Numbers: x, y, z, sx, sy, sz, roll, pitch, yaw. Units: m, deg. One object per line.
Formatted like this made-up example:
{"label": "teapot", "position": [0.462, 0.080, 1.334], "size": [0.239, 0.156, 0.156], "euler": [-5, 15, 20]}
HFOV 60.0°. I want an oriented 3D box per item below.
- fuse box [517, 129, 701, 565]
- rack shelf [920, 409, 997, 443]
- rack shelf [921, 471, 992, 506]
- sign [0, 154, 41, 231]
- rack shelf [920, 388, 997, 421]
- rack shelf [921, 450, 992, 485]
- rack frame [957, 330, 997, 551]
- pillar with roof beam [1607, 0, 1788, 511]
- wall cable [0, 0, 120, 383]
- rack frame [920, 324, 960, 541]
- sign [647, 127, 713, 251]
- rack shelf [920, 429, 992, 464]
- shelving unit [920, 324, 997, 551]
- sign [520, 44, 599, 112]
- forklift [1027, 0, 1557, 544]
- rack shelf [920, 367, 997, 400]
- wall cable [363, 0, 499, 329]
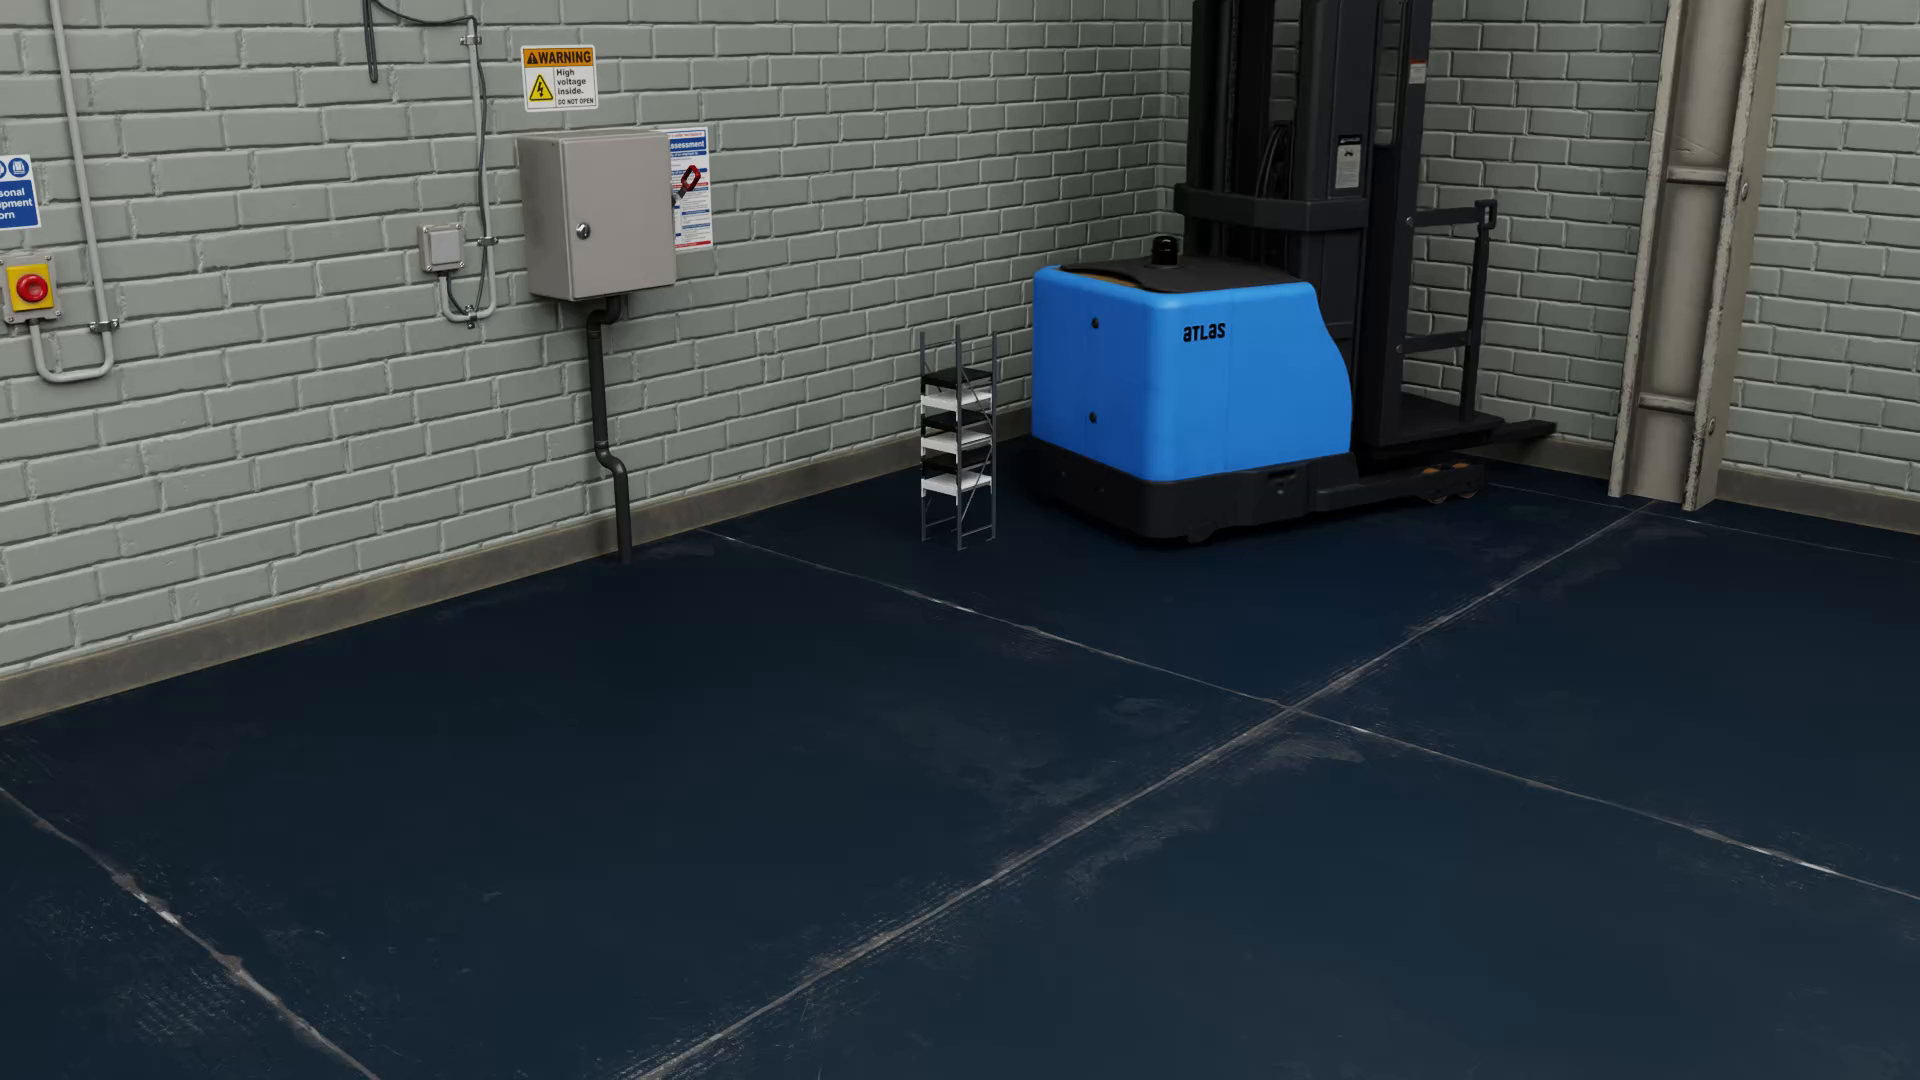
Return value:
{"label": "fuse box", "position": [-1.331, -0.723, 6.562], "size": [0.414, 1.711, 0.539], "euler": [15, 23, 39]}
{"label": "rack shelf", "position": [-0.006, -0.485, 6.964], "size": [0.200, 0.077, 0.258], "euler": [15, 23, 39]}
{"label": "rack shelf", "position": [-0.006, -0.227, 7.045], "size": [0.200, 0.077, 0.258], "euler": [15, 23, 39]}
{"label": "sign", "position": [-2.912, -1.022, 4.925], "size": [0.001, 0.218, 0.327], "euler": [15, 23, 39]}
{"label": "rack shelf", "position": [-0.006, -0.570, 6.936], "size": [0.200, 0.077, 0.258], "euler": [15, 23, 39]}
{"label": "rack shelf", "position": [-0.006, -0.313, 7.018], "size": [0.200, 0.077, 0.258], "euler": [15, 23, 39]}
{"label": "rack frame", "position": [0.070, -0.410, 6.916], "size": [0.006, 0.900, 0.240], "euler": [15, 23, 39]}
{"label": "pillar with roof beam", "position": [0.415, -3.519, 3.324], "size": [0.400, 9.000, 9.100], "euler": [15, 23, 39]}
{"label": "wall cable", "position": [-2.834, -1.391, 4.804], "size": [0.123, 1.953, 0.585], "euler": [15, 23, 39]}
{"label": "rack frame", "position": [-0.082, -0.451, 7.045], "size": [0.006, 0.900, 0.240], "euler": [15, 23, 39]}
{"label": "sign", "position": [-1.158, -1.445, 6.865], "size": [0.001, 0.494, 0.329], "euler": [15, 23, 39]}
{"label": "rack shelf", "position": [-0.006, -0.399, 6.991], "size": [0.200, 0.077, 0.258], "euler": [15, 23, 39]}
{"label": "shelving unit", "position": [-0.006, -0.431, 6.981], "size": [0.210, 0.900, 0.258], "euler": [15, 23, 39]}
{"label": "sign", "position": [-1.522, -1.760, 6.334], "size": [0.001, 0.242, 0.339], "euler": [15, 23, 39]}
{"label": "forklift", "position": [1.846, -1.687, 7.583], "size": [3.031, 2.935, 1.130], "euler": [-10, 20, -28]}
{"label": "rack shelf", "position": [-0.006, -0.656, 6.909], "size": [0.200, 0.077, 0.258], "euler": [15, 23, 39]}
{"label": "wall cable", "position": [-1.901, -1.699, 5.827], "size": [0.122, 1.984, 0.588], "euler": [15, 23, 39]}
